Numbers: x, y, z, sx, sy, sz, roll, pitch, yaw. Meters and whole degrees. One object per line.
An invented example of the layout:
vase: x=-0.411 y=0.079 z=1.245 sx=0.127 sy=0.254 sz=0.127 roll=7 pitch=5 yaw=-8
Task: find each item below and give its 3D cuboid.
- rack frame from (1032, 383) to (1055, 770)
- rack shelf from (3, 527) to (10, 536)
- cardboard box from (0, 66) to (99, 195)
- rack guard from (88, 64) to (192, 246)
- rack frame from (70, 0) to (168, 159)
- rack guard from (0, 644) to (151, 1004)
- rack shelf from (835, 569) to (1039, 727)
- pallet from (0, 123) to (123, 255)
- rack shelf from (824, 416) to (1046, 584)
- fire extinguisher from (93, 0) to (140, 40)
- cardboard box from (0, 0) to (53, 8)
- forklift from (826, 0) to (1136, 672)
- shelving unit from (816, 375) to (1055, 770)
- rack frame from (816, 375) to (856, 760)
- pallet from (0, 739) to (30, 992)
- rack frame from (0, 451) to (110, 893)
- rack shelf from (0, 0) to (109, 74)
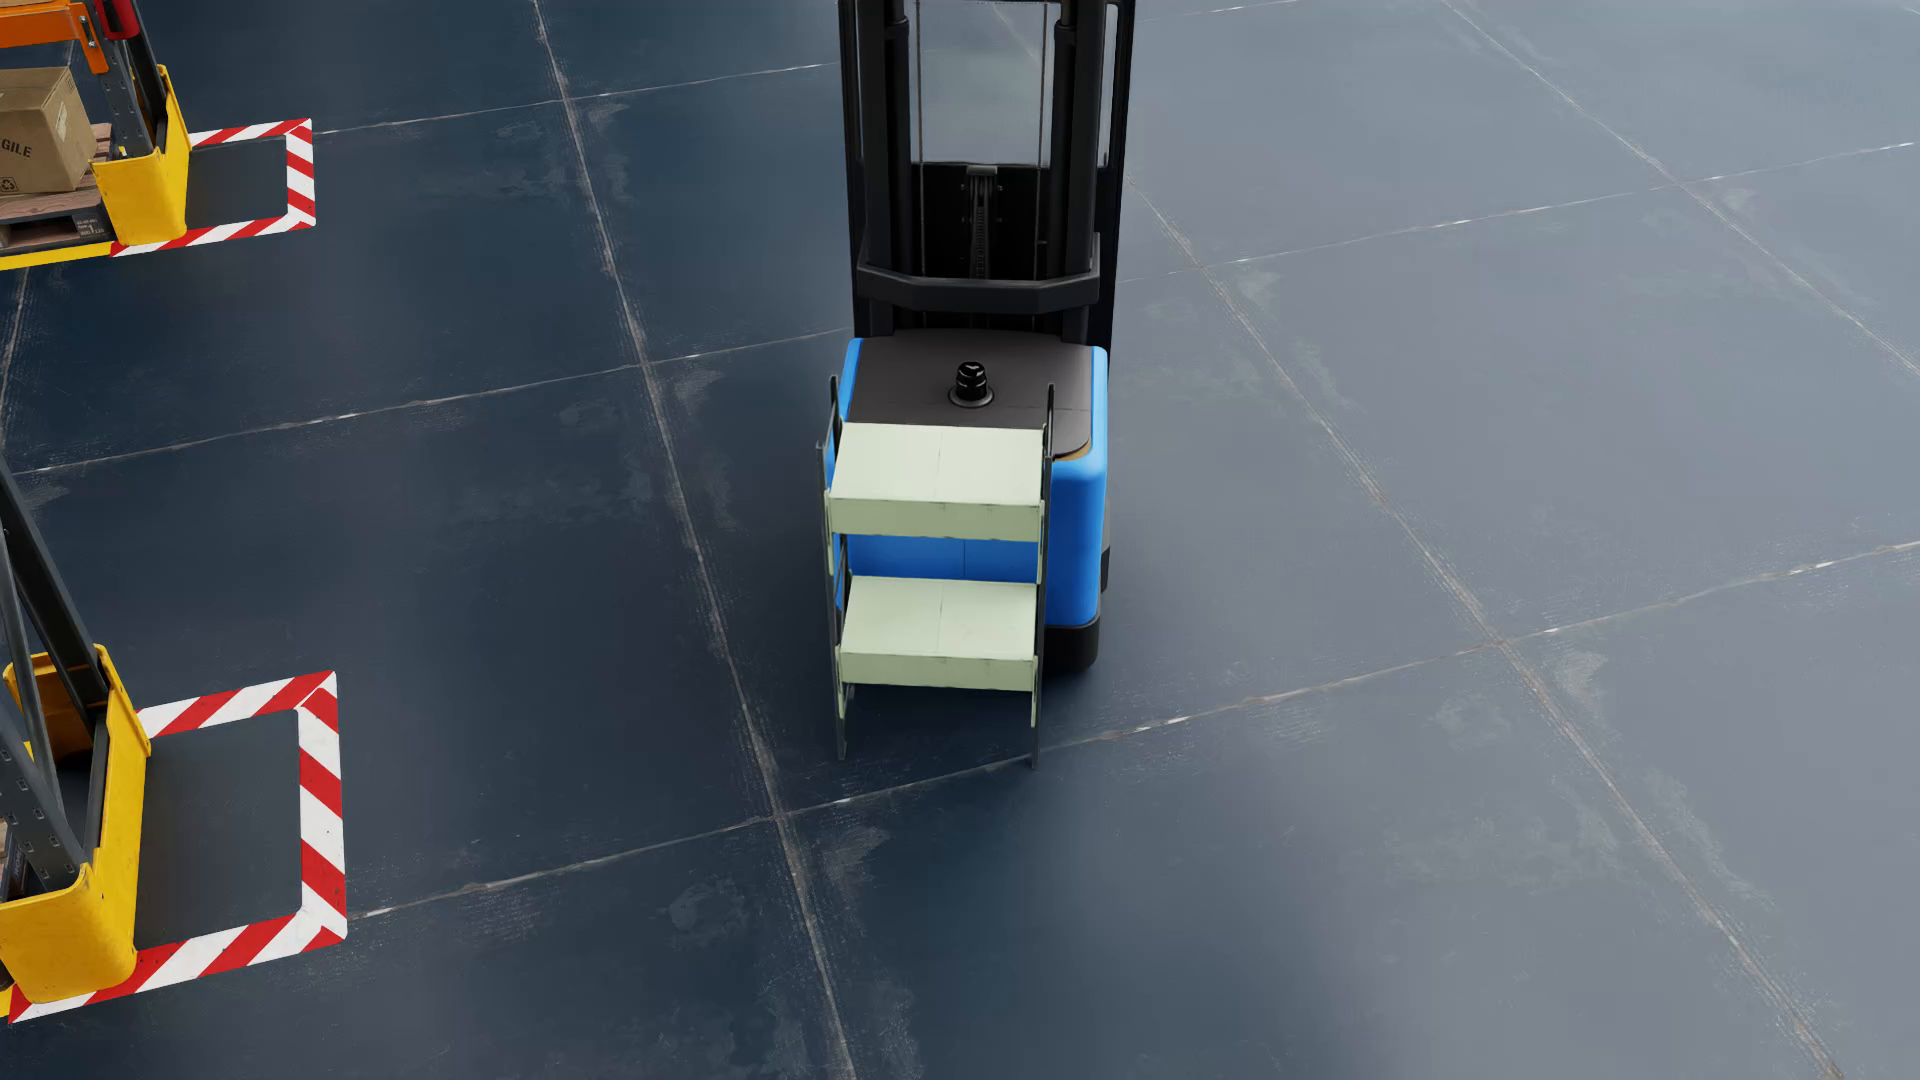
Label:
rack frame: x=0.294 y=0.169 z=5.915 sx=0.023 sy=1.500 sz=0.400 roll=2 pitch=41 yaw=3
rack shelf: x=-4.949 y=0.636 z=4.789 sx=4.000 sy=0.370 sz=1.077 roll=-12 pitch=42 yaw=-13
cardboard box: x=-5.130 y=-2.242 z=9.117 sx=0.500 sy=0.500 sz=0.500 roll=-4 pitch=41 yaw=-5
rack guard: x=-4.602 y=-2.182 z=9.367 sx=0.348 sy=0.500 sz=1.175 roll=-12 pitch=42 yaw=-13
rack frame: x=-4.529 y=-3.138 z=8.562 sx=0.127 sy=3.000 sz=1.000 roll=-12 pitch=42 yaw=-13
rack guard: x=-3.100 y=0.956 z=5.776 sx=0.348 sy=0.500 sz=1.175 roll=-12 pitch=42 yaw=-13
rack shelf: x=-0.071 y=0.398 z=6.148 sx=0.720 sy=0.370 sz=0.431 roll=2 pitch=41 yaw=3
pallet: x=-5.387 y=-1.935 z=9.304 sx=1.213 sy=0.211 sz=1.003 roll=-12 pitch=42 yaw=-13
rack shelf: x=-0.072 y=-0.139 z=5.675 sx=0.720 sy=0.370 sz=0.431 roll=2 pitch=41 yaw=3
fire extinguisher: x=-4.282 y=-2.842 z=8.282 sx=0.183 sy=0.674 sz=0.296 roll=-12 pitch=42 yaw=-13
cardboard box: x=-4.739 y=-2.858 z=8.432 sx=0.250 sy=0.149 sz=0.380 roll=-12 pitch=42 yaw=-13
forklift: x=0.113 y=-1.541 z=6.786 sx=1.130 sy=2.935 sz=3.031 roll=2 pitch=41 yaw=3
shelving unit: x=-0.072 y=0.154 z=5.933 sx=0.755 sy=1.500 sz=0.431 roll=2 pitch=41 yaw=3
rack frame: x=-0.437 y=0.138 z=5.950 sx=0.023 sy=1.500 sz=0.400 roll=2 pitch=41 yaw=3
pallet: x=-3.877 y=1.222 z=5.691 sx=1.213 sy=0.211 sz=1.003 roll=-12 pitch=42 yaw=-13
rack frame: x=-3.042 y=-0.030 z=5.004 sx=0.127 sy=3.000 sz=1.000 roll=-12 pitch=42 yaw=-13
rack shelf: x=-6.437 y=-2.472 z=8.346 sx=4.000 sy=0.370 sz=1.077 roll=-12 pitch=42 yaw=-13
